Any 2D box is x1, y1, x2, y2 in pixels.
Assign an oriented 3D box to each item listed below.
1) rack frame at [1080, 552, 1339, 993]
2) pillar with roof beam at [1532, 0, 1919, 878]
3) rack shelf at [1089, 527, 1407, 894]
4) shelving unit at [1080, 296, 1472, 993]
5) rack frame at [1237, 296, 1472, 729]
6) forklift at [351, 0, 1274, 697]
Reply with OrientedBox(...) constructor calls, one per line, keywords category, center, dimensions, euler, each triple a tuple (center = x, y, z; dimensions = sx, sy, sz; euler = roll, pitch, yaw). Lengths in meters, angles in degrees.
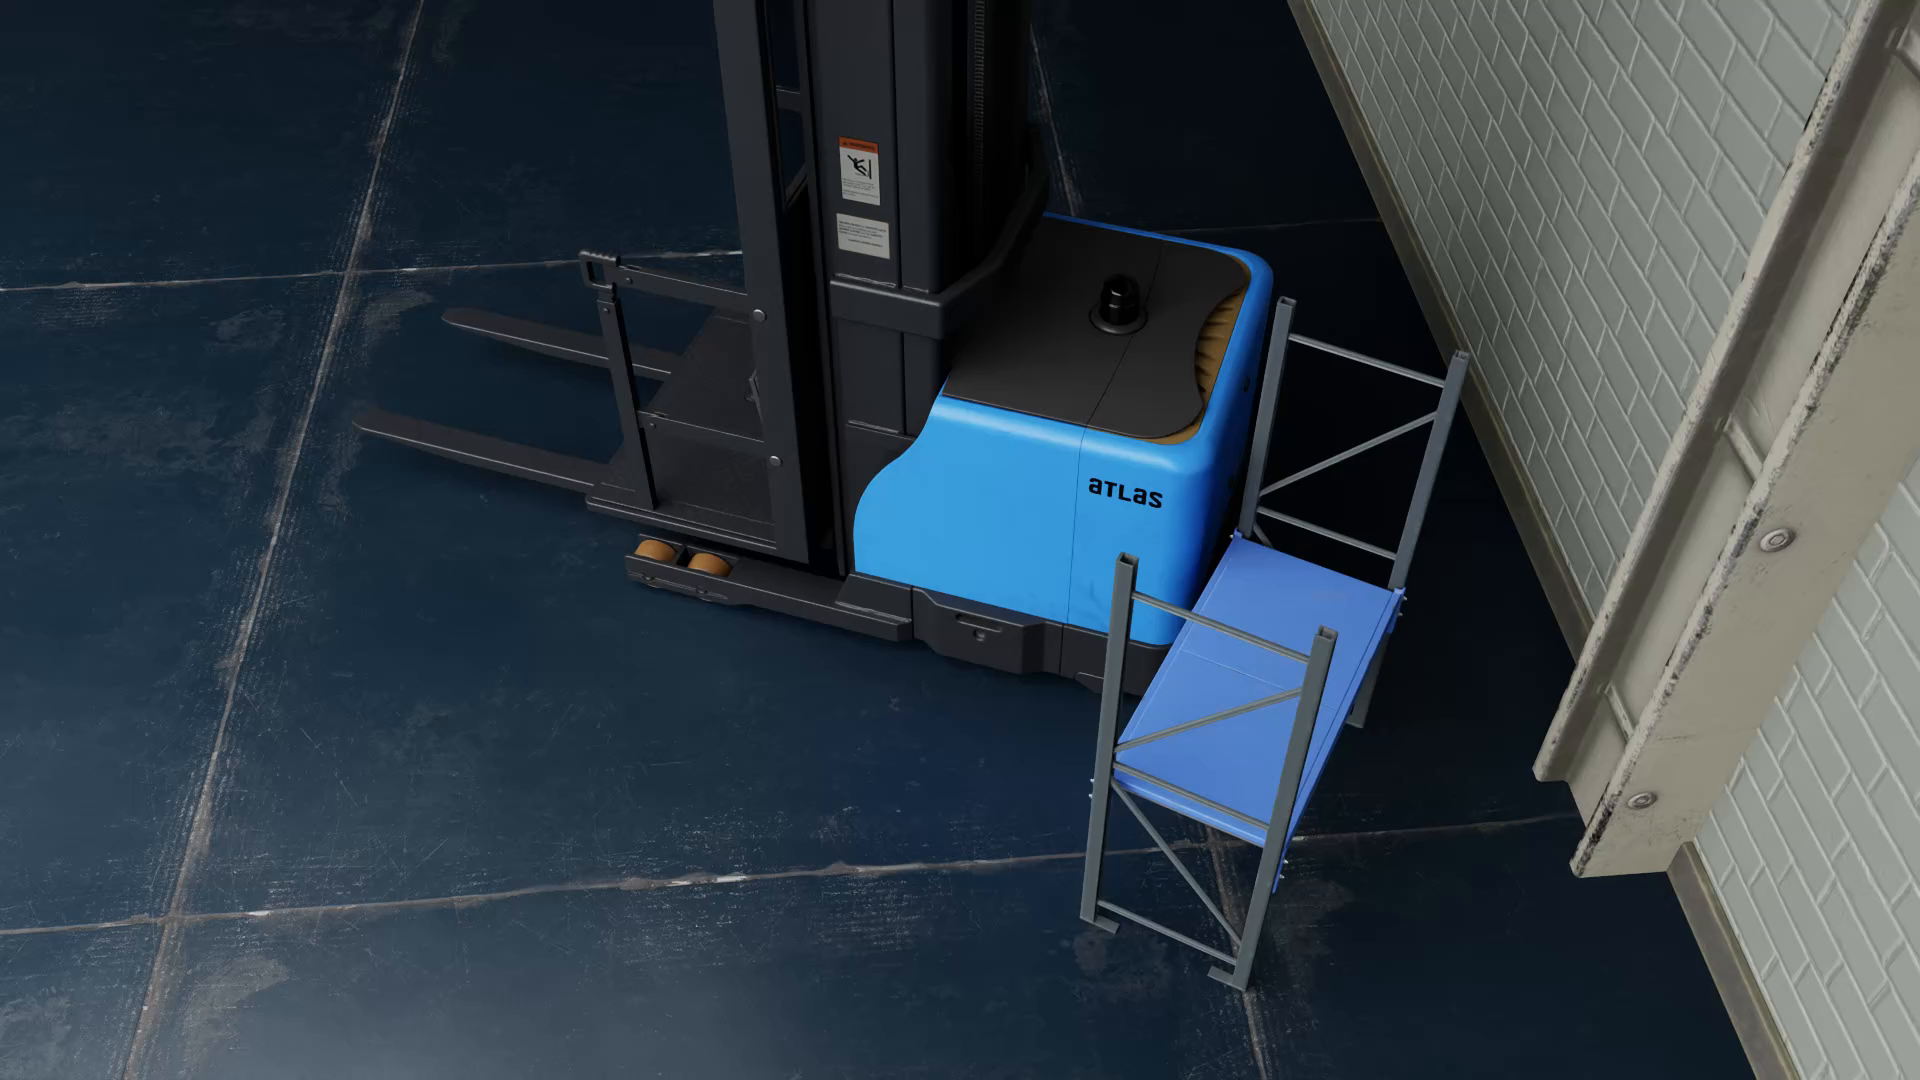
OrientedBox(category="rack frame", center=(0.569, 0.635, 4.116), dimensions=(0.500, 1.500, 0.032), euler=(21, 50, 19))
OrientedBox(category="pillar with roof beam", center=(-2.368, -2.007, 1.452), dimensions=(9.100, 9.000, 0.400), euler=(-3, 47, -3))
OrientedBox(category="rack shelf", center=(0.805, 0.432, 4.556), dimensions=(0.538, 0.185, 1.000), euler=(21, 50, 19))
OrientedBox(category="shelving unit", center=(0.805, 0.308, 4.425), dimensions=(0.538, 1.500, 1.048), euler=(21, 50, 19))
OrientedBox(category="rack frame", center=(1.041, -0.019, 4.735), dimensions=(0.500, 1.500, 0.032), euler=(21, 50, 19))
OrientedBox(category="forklift", center=(-0.598, -1.152, 4.822), dimensions=(3.031, 2.935, 1.130), euler=(14, 48, 12))
